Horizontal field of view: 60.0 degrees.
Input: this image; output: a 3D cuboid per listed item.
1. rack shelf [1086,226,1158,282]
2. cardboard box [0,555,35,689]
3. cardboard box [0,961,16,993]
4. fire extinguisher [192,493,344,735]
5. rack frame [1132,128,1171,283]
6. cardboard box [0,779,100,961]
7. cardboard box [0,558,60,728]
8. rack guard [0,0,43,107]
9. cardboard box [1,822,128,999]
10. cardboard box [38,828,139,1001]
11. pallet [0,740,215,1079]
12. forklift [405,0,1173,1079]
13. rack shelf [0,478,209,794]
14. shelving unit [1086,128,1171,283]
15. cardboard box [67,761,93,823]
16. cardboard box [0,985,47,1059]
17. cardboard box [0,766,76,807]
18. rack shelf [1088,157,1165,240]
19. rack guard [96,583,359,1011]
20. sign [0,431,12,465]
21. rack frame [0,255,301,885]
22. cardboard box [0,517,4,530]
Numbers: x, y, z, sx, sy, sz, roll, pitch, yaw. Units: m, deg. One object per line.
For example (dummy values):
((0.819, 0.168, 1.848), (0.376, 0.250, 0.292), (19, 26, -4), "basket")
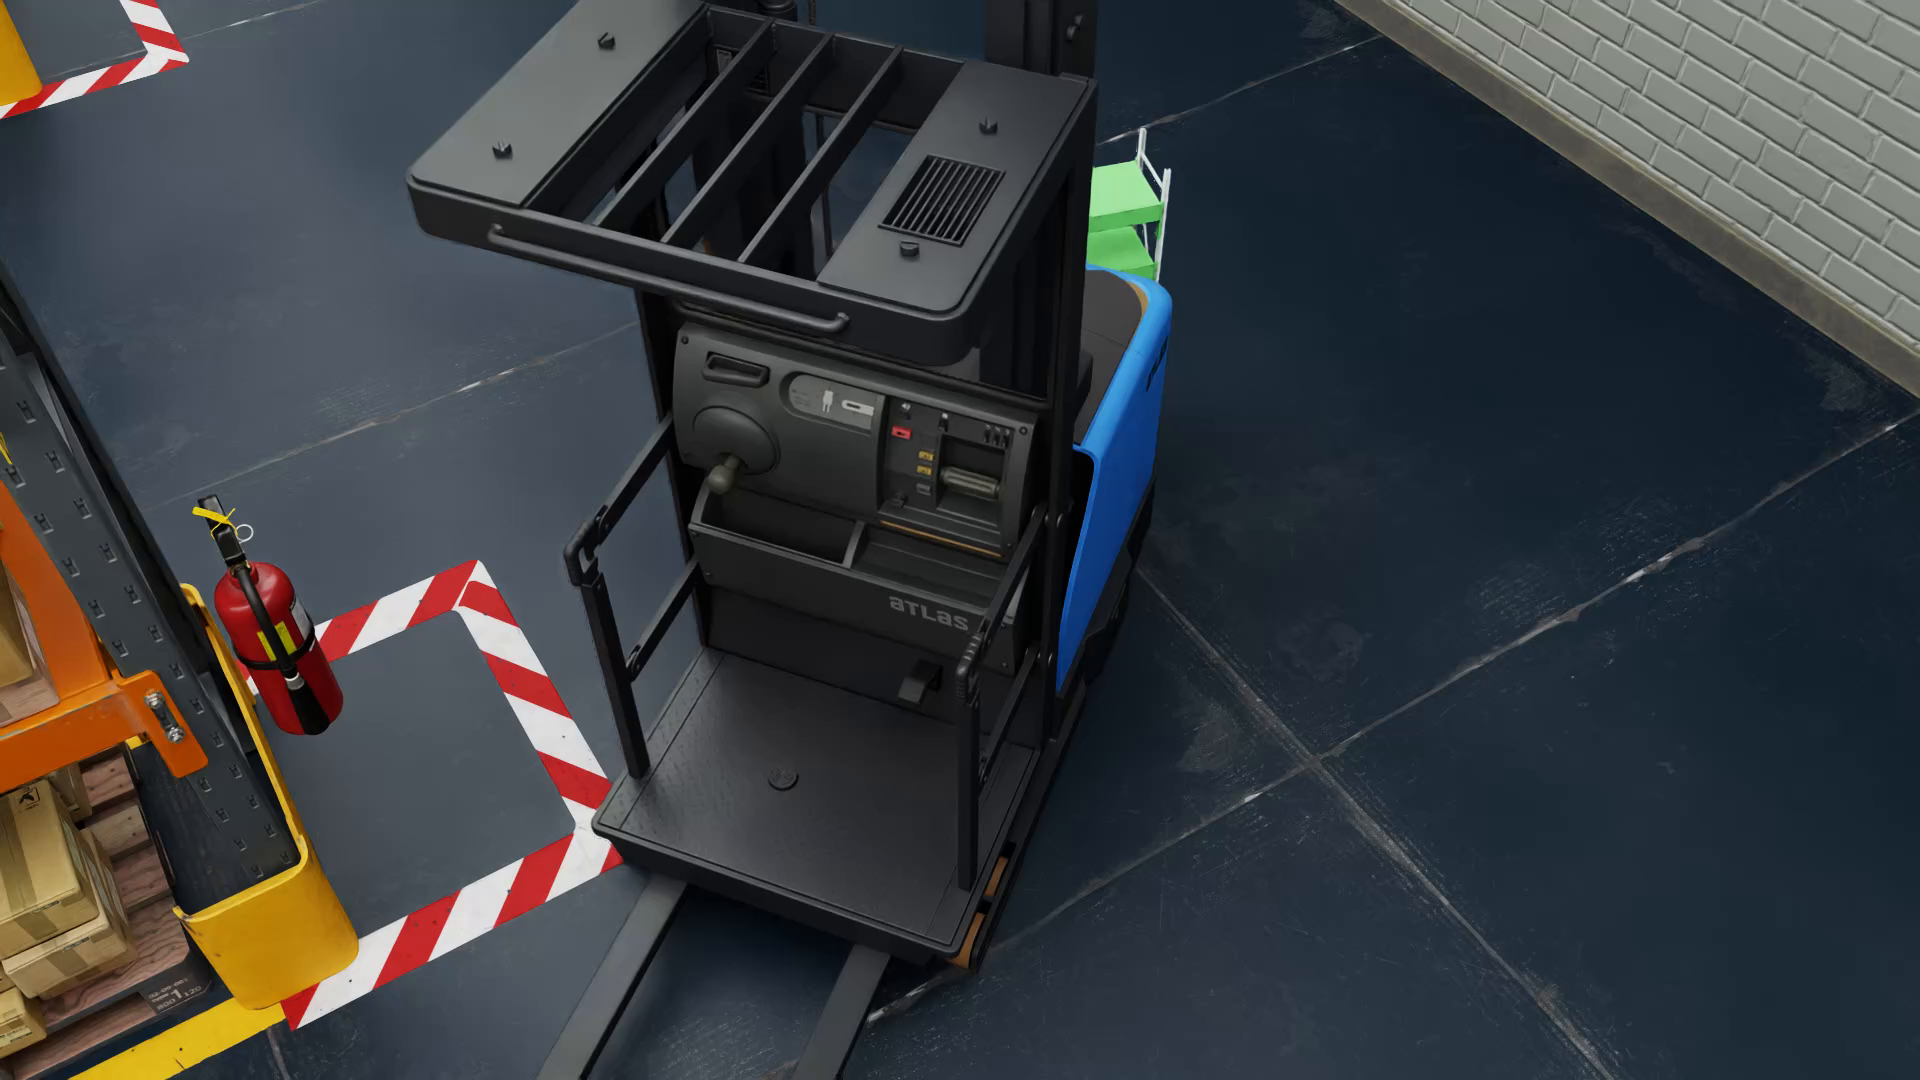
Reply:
((0.382, -0.896, 5.509), (0.480, 0.148, 0.258), (-12, 49, -11), "rack shelf")
((-2.314, 0.062, 3.420), (0.500, 0.500, 0.500), (-24, 53, -20), "cardboard box")
((-2.616, 1.023, 4.259), (0.250, 0.149, 0.380), (-26, 53, -22), "cardboard box")
((-1.612, 0.194, 3.870), (0.183, 0.674, 0.296), (-25, 53, -21), "fire extinguisher")
((0.616, -0.830, 5.686), (0.015, 1.200, 0.240), (-12, 49, -11), "rack frame")
((-2.384, 0.835, 4.228), (0.250, 0.149, 0.380), (-25, 53, -20), "cardboard box")
((-2.197, 0.245, 3.691), (0.250, 0.149, 0.380), (-25, 53, -21), "cardboard box")
((-4.612, -2.498, 7.640), (0.348, 0.500, 1.175), (-25, 53, -21), "rack guard")
((-2.366, 0.953, 4.321), (0.250, 0.149, 0.380), (-27, 53, -22), "cardboard box")
((-2.406, 1.003, 4.476), (0.250, 0.149, 0.380), (-24, 53, -20), "cardboard box")
((-2.842, 1.112, 4.618), (1.213, 0.211, 1.003), (-25, 53, -21), "pallet")
((-0.346, -0.137, 3.910), (1.130, 2.935, 3.031), (16, 50, 14), "forklift")
((-3.763, 0.889, 3.431), (4.000, 0.370, 1.077), (-25, 53, -21), "rack shelf")
((0.382, -0.779, 5.640), (0.503, 1.200, 0.258), (-12, 49, -11), "shelving unit")
((-2.686, 0.668, 4.774), (0.250, 0.149, 0.380), (-24, 53, -20), "cardboard box")
((-2.569, 1.169, 4.328), (0.250, 0.149, 0.380), (-24, 52, -20), "cardboard box")
((-2.652, 0.609, 4.628), (0.250, 0.149, 0.380), (-23, 52, -19), "cardboard box")
((0.382, -1.056, 5.329), (0.480, 0.148, 0.258), (-12, 49, -11), "rack shelf")
((-2.136, 0.715, 4.779), (0.348, 0.500, 1.175), (-25, 53, -21), "rack guard")
((-1.792, -0.279, 3.003), (0.005, 0.325, 0.100), (-25, 53, -21), "sign")
((-2.072, -0.147, 3.872), (0.127, 3.000, 1.000), (-25, 53, -21), "rack frame")
((-2.520, -0.141, 4.036), (0.250, 0.149, 0.380), (-26, 53, -21), "cardboard box")
